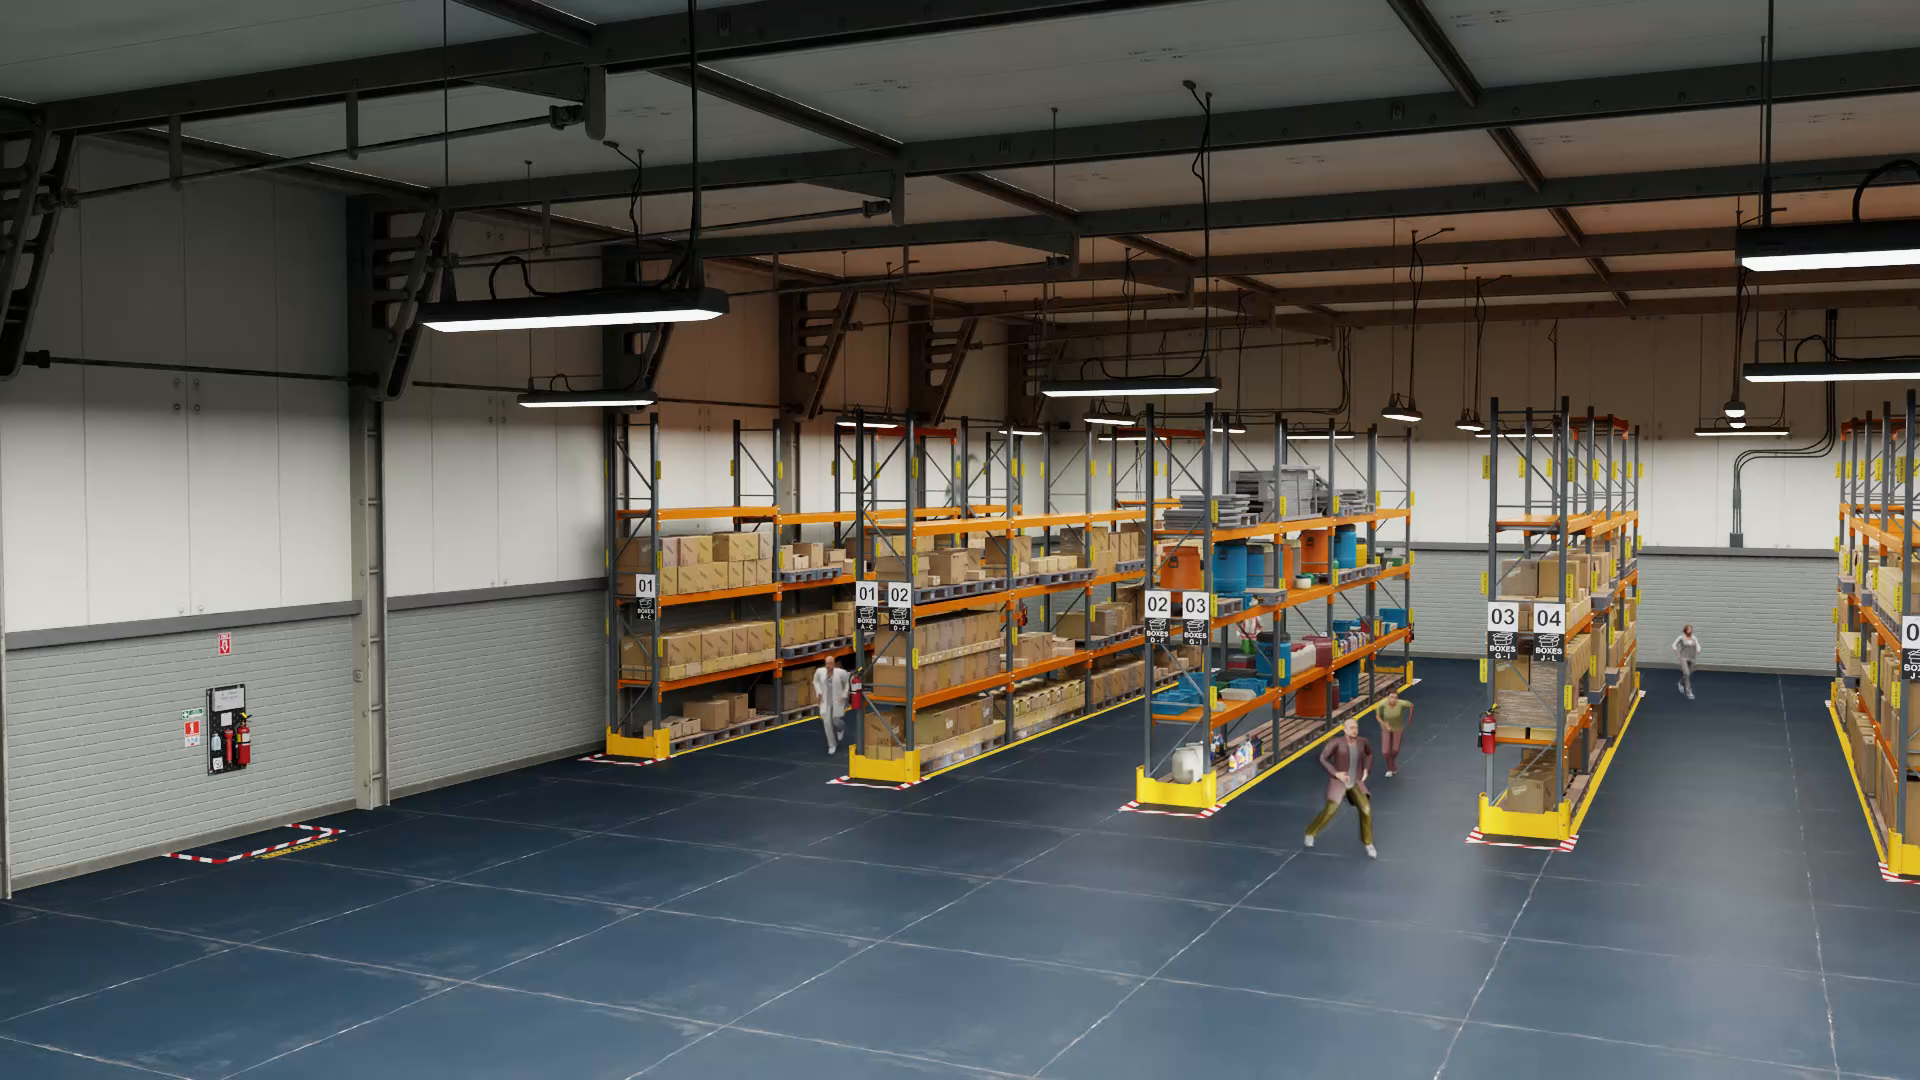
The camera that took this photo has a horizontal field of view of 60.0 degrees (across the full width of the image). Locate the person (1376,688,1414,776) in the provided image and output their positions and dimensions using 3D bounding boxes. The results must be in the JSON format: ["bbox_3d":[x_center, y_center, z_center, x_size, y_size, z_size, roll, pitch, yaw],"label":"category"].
[{"bbox_3d":[7.065,3.126,27.017,0.601,1.498,0.758,1,2,14],"label":"person"}]

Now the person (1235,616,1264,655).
[{"bbox_3d":[6.988,2.437,40.079,0.682,1.795,0.942,0,2,5],"label":"person"}]

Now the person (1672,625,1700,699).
[{"bbox_3d":[16.034,2.666,36.657,0.554,1.598,0.829,0,2,-2],"label":"person"}]

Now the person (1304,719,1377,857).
[{"bbox_3d":[5.032,3.226,21.823,0.935,1.777,0.821,-1,2,-14],"label":"person"}]

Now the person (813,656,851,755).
[{"bbox_3d":[-2.263,2.904,29.664,0.687,1.731,0.922,0,2,11],"label":"person"}]
